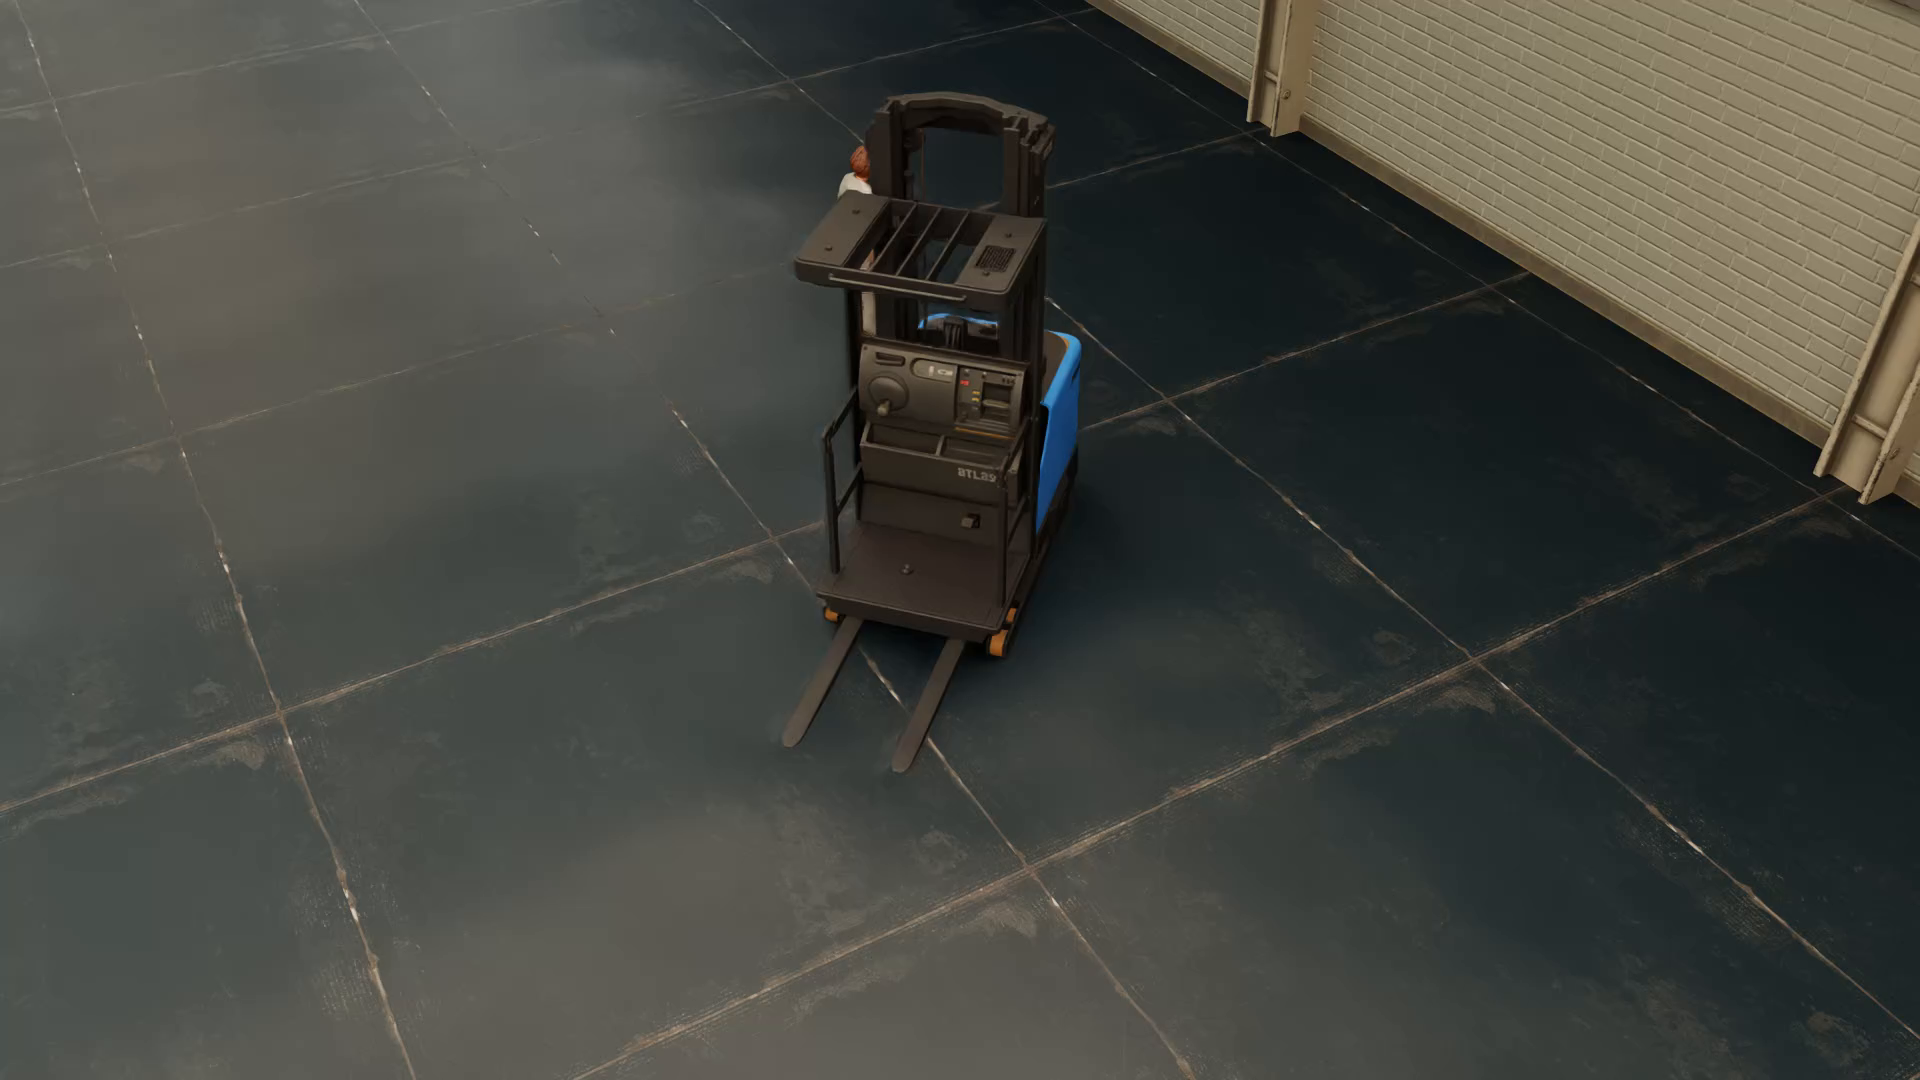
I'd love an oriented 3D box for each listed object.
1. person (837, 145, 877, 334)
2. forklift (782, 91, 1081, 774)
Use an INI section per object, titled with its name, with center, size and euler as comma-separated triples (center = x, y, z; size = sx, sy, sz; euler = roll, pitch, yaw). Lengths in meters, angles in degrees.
[person]
center = -0.669, -1.959, 11.450
size = 0.348, 1.590, 0.472
euler = -14, 42, -16
[forklift]
center = -0.166, -0.745, 8.935
size = 1.130, 2.935, 3.031
euler = 11, 41, 13
